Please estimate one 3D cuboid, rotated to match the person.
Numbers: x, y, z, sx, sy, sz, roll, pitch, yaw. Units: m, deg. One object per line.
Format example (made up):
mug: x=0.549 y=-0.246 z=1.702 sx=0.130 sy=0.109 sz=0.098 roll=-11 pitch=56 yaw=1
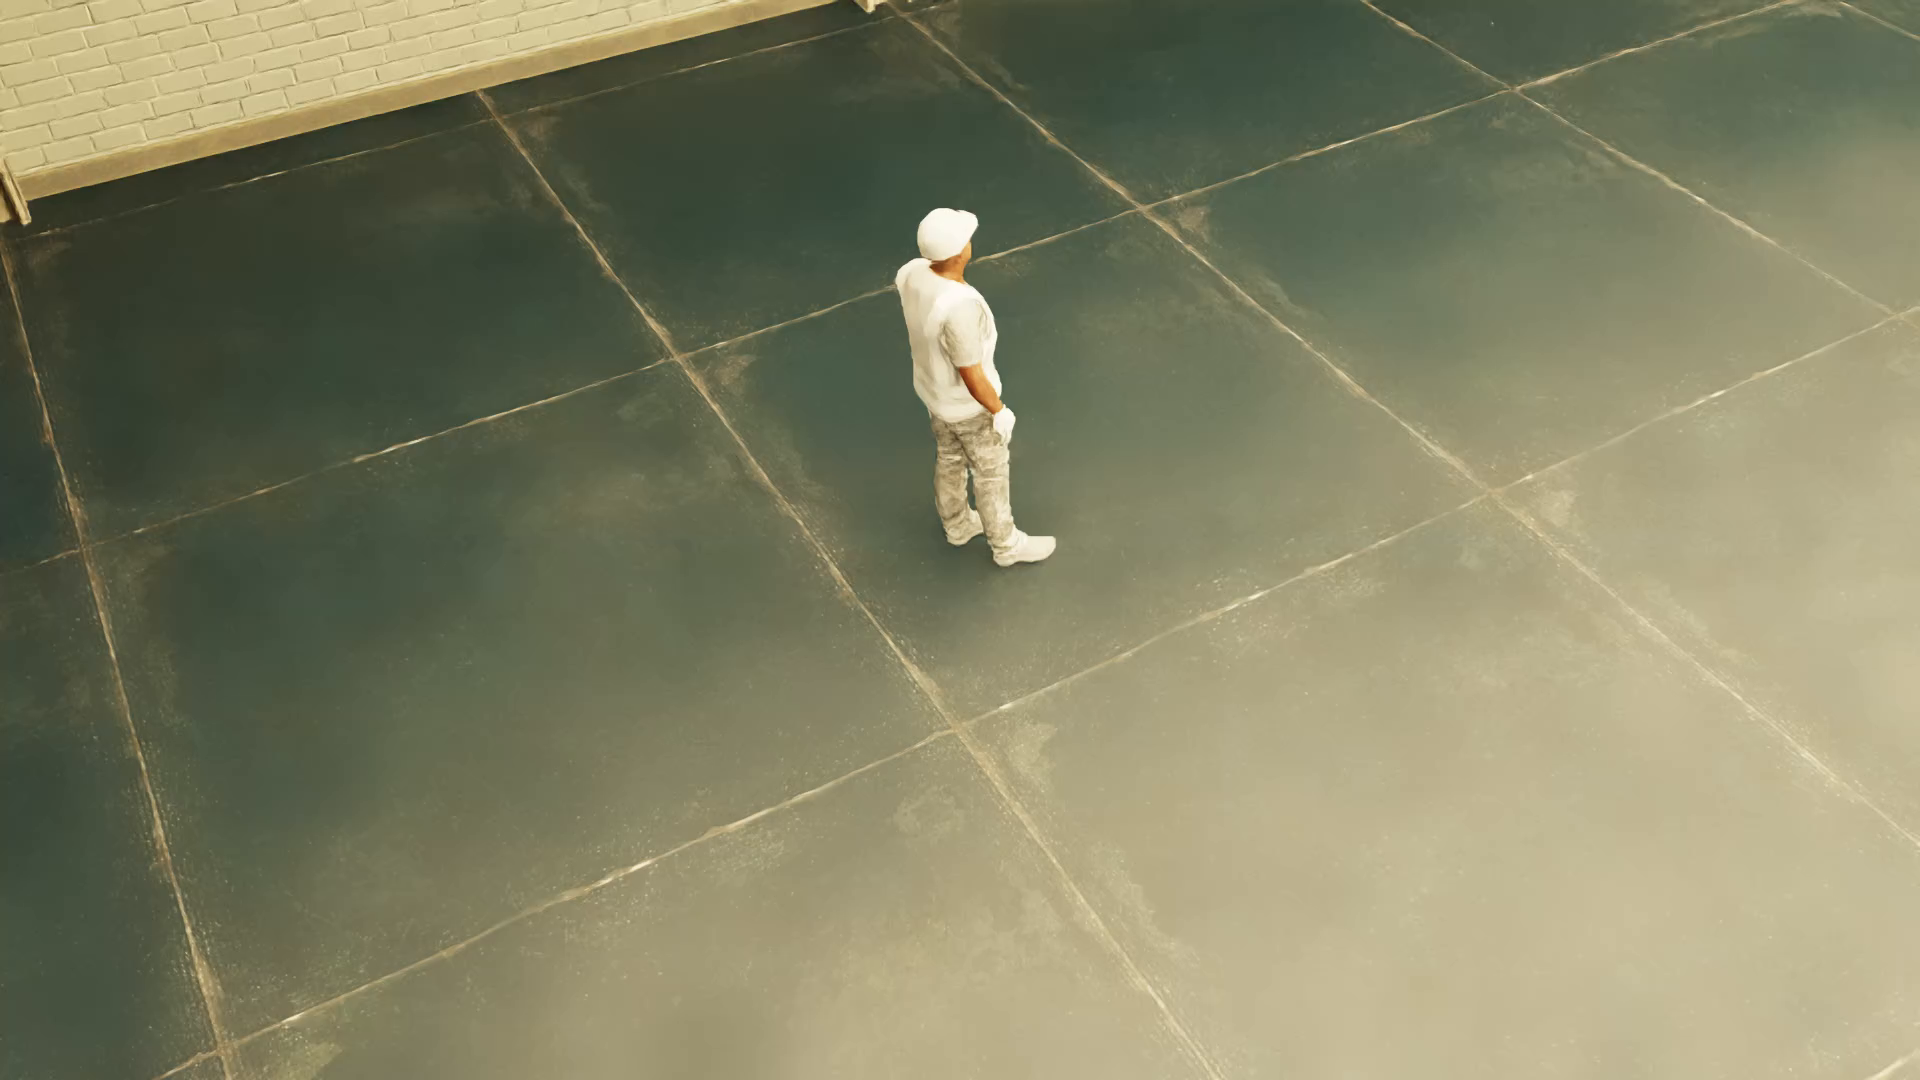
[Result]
person: x=0.067 y=-0.678 z=7.264 sx=0.576 sy=1.782 sz=0.655 roll=-21 pitch=47 yaw=-21
